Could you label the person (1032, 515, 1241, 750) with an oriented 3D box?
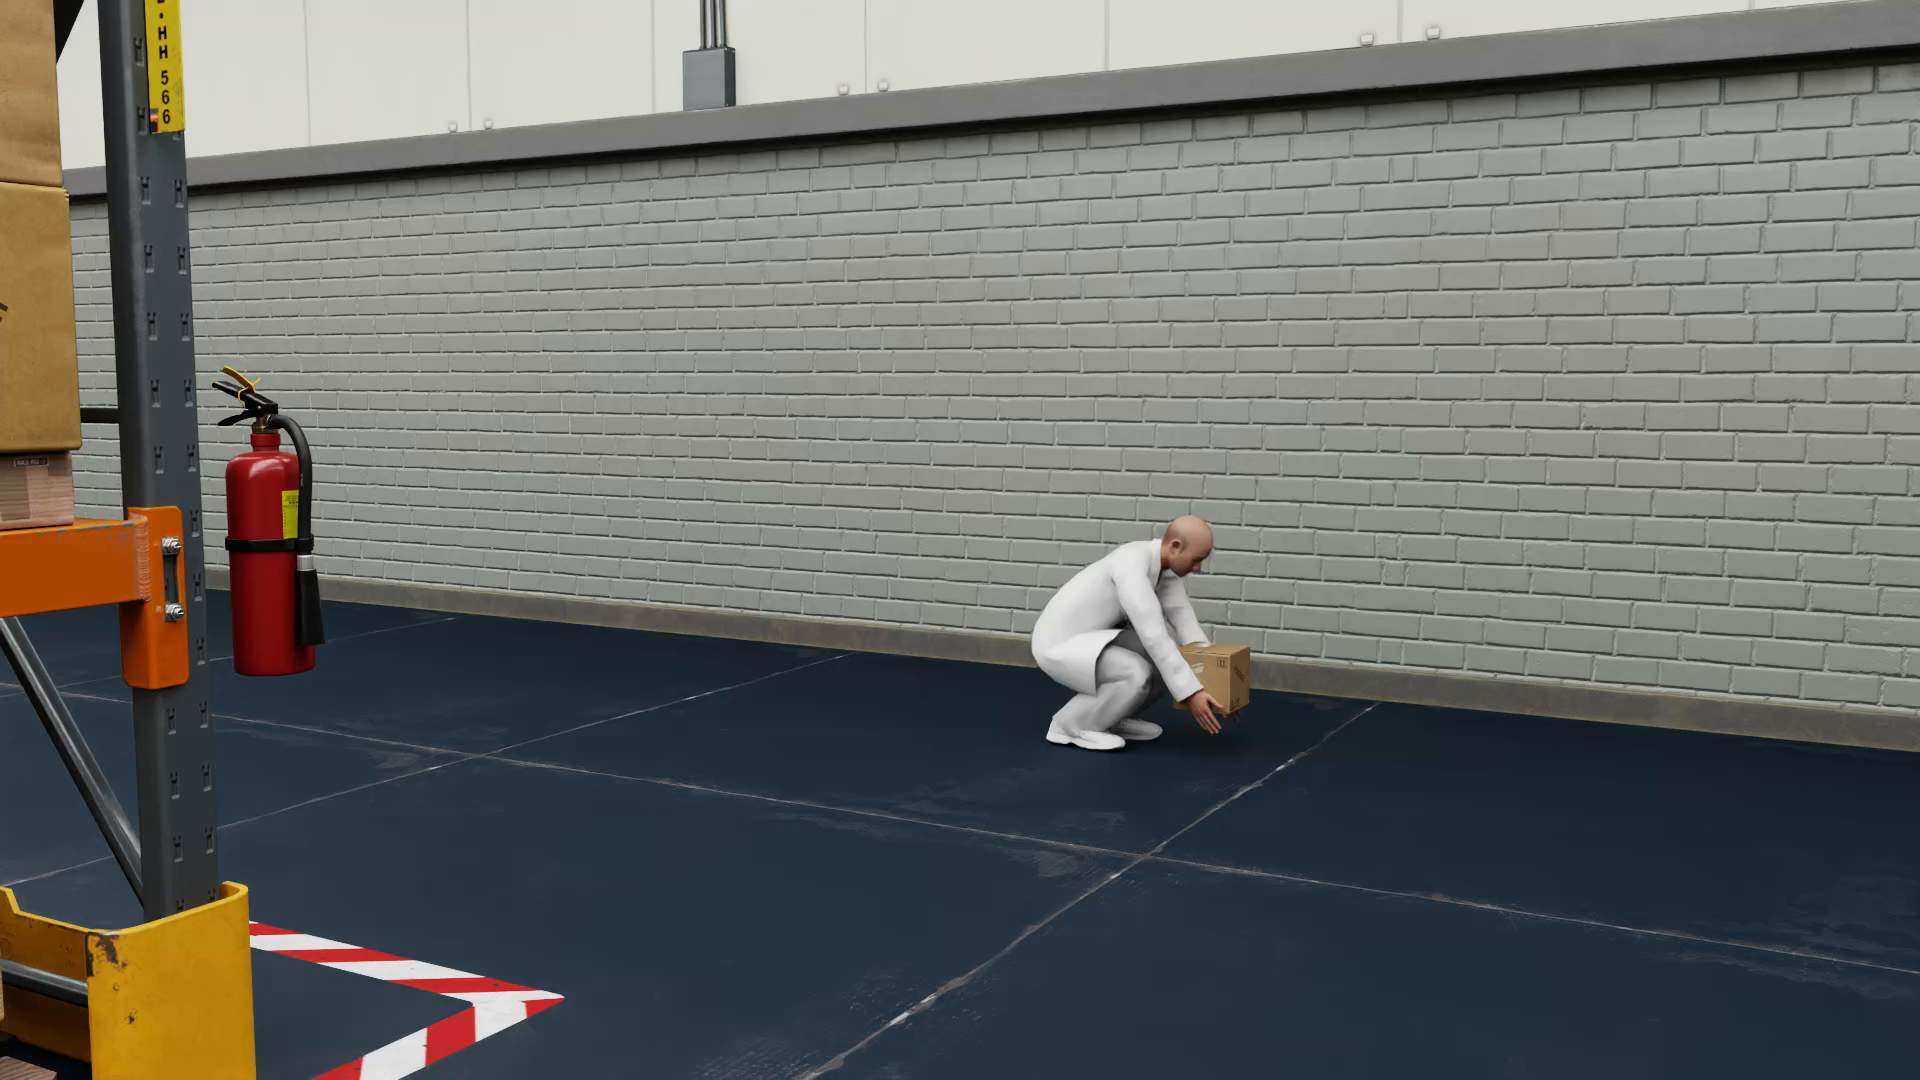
[{"bbox_3d":[0.747,0.388,7.117,0.910,1.004,0.589,3,7,28],"label":"person"}]
